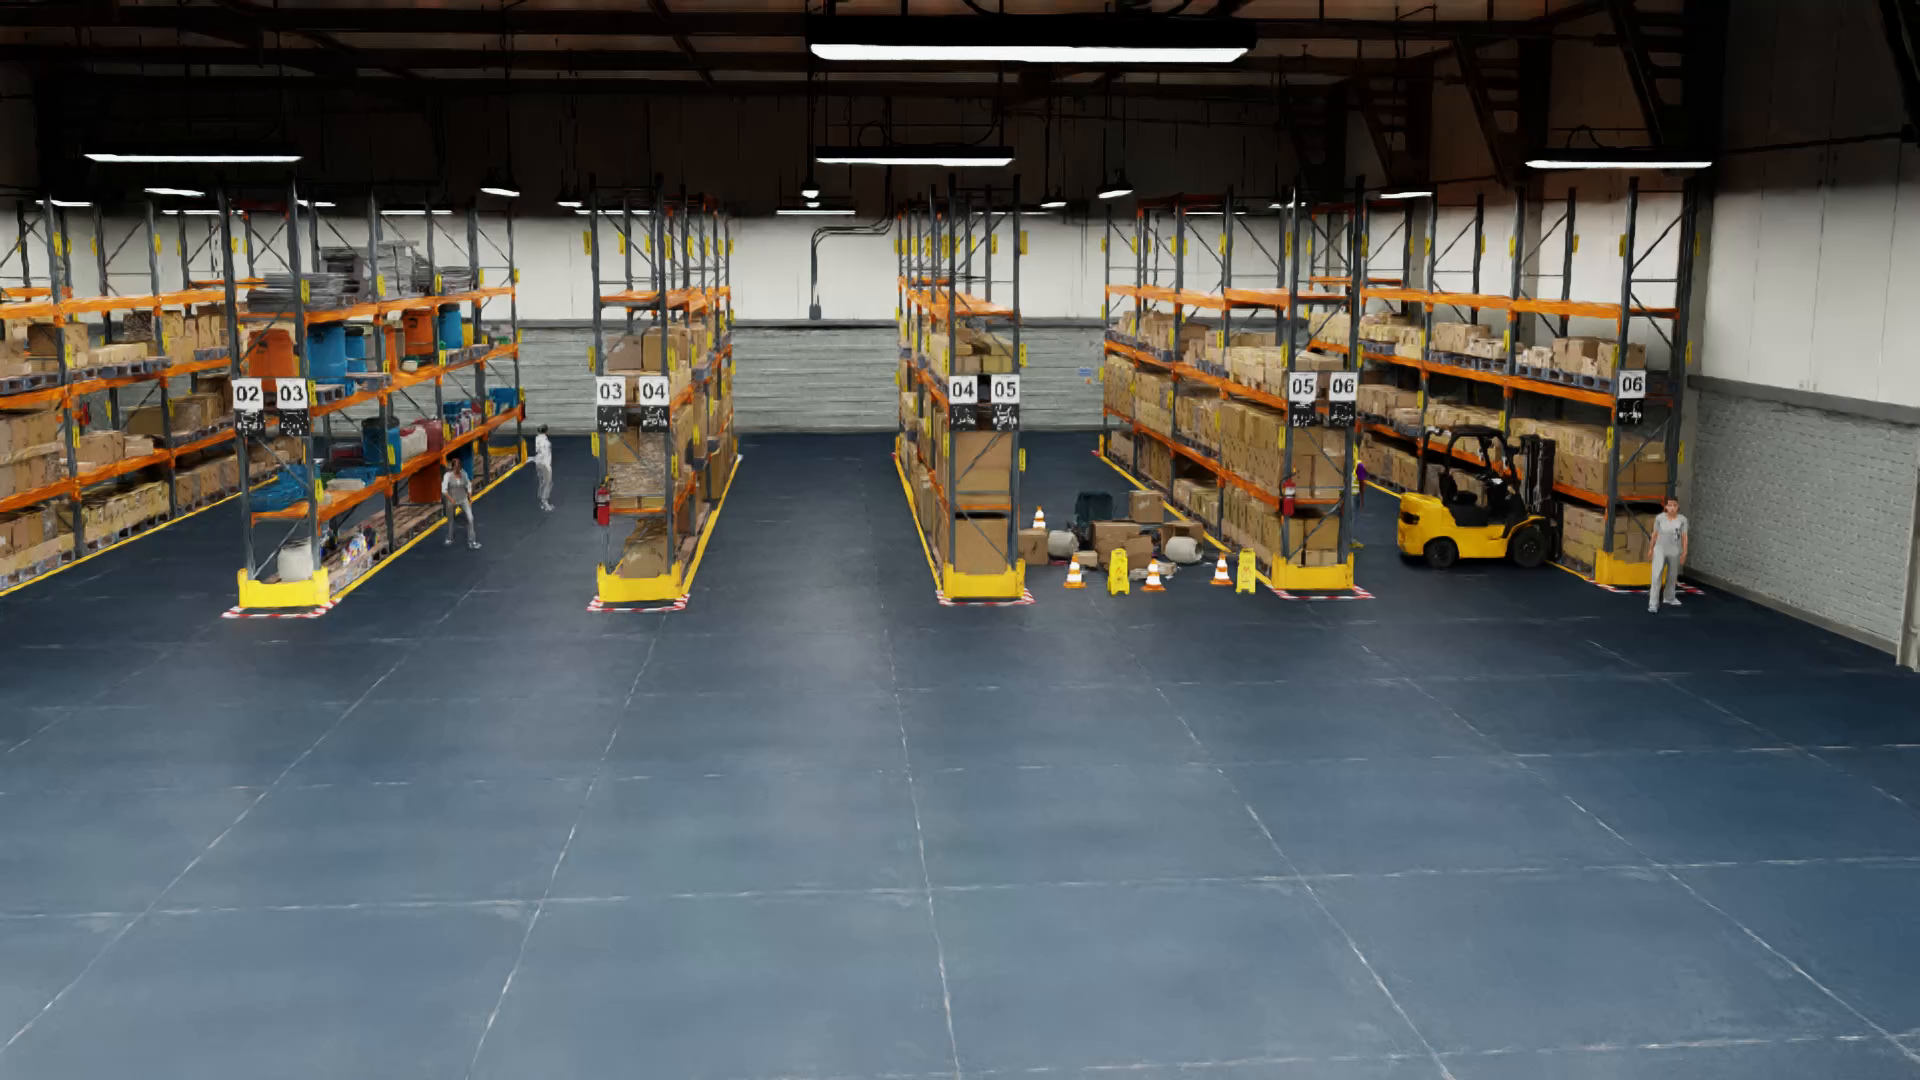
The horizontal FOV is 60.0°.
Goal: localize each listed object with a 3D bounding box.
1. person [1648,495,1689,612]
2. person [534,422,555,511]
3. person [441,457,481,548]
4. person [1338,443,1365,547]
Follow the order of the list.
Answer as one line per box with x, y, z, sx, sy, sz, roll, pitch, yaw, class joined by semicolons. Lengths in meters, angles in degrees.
9.816;0.172;23.056;0.485;1.619;0.948;4;11;19;person
-7.987;-1.406;31.970;0.361;1.727;0.538;-6;12;-32;person
-8.407;-0.641;27.863;0.566;1.530;0.767;-5;11;-24;person
6.584;-0.787;27.975;0.452;1.768;0.632;-7;12;-36;person
